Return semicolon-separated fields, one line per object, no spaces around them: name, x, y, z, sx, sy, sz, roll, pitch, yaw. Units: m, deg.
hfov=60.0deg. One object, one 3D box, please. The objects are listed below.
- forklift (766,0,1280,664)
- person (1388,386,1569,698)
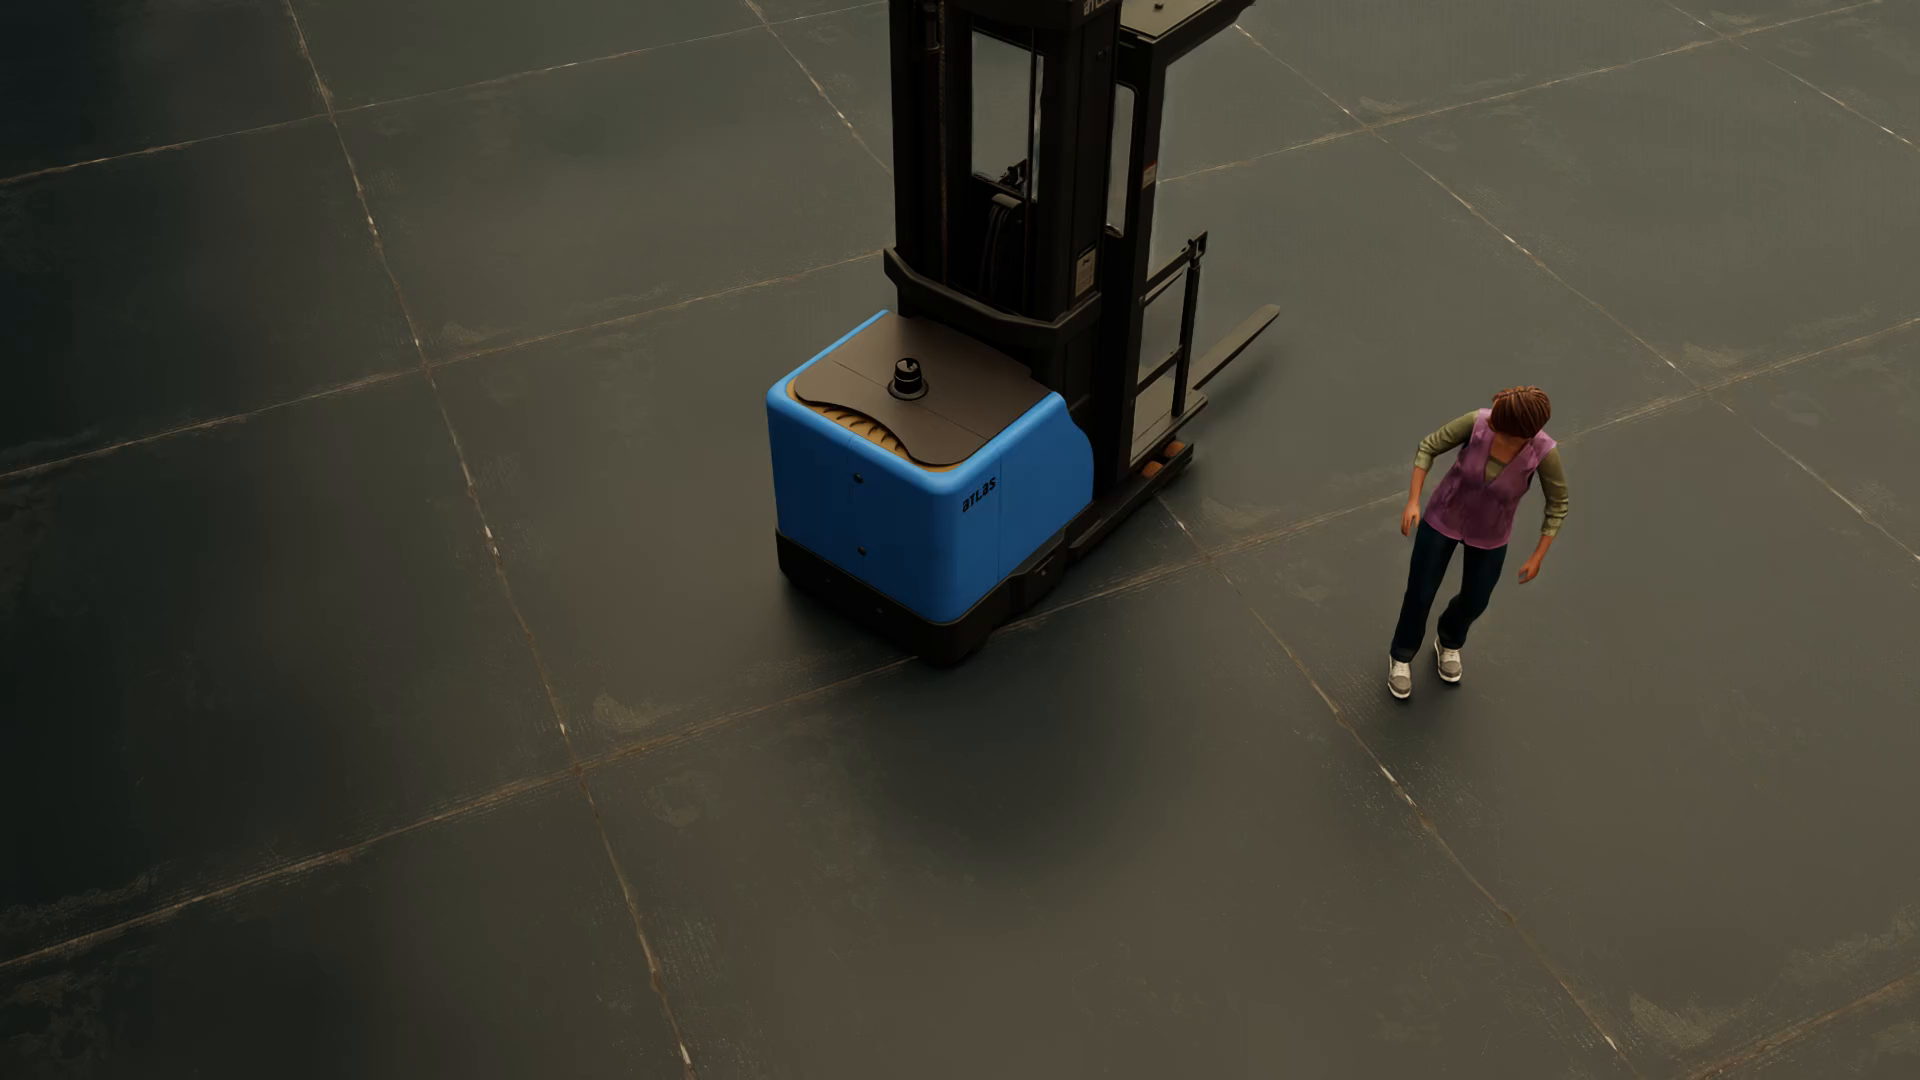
forklift;0.489;-1.483;7.269;1.130;2.935;3.031;29;50;27
person;2.071;0.010;6.684;0.611;1.559;0.446;13;45;14
